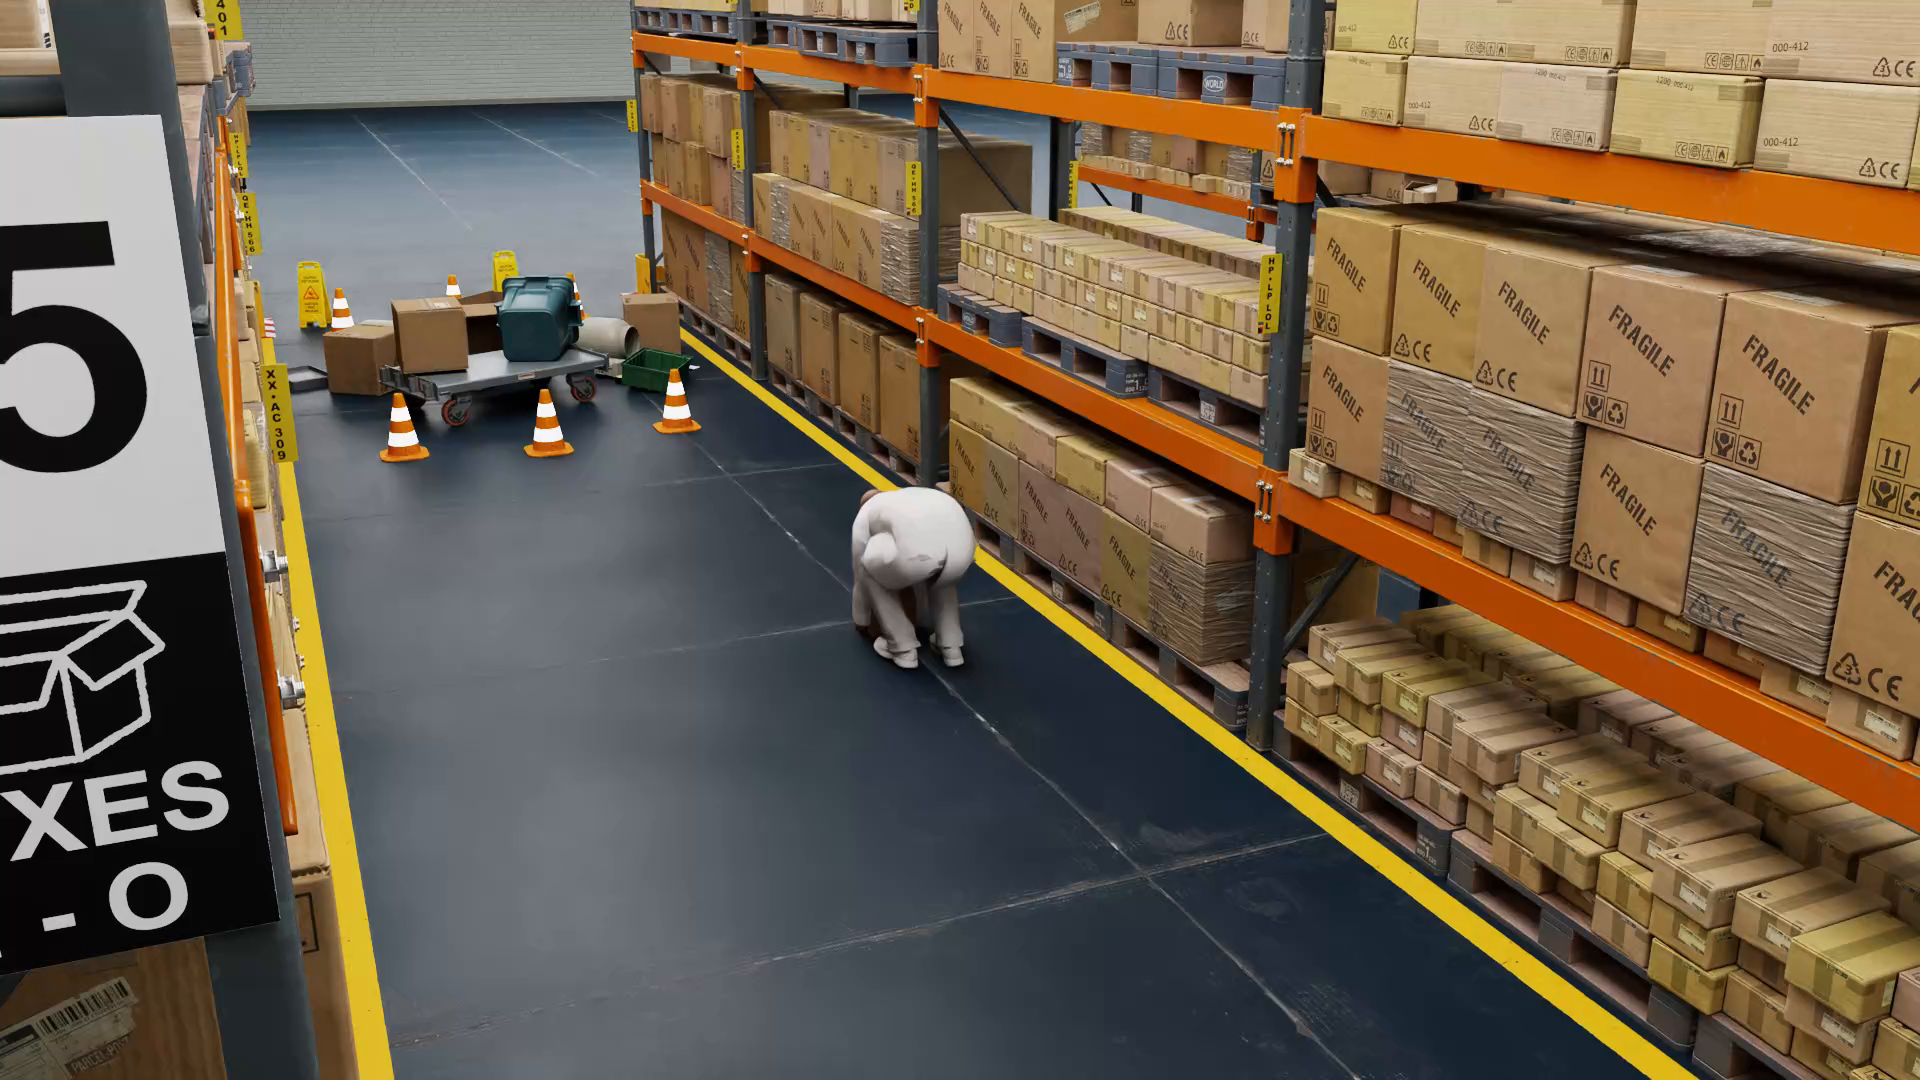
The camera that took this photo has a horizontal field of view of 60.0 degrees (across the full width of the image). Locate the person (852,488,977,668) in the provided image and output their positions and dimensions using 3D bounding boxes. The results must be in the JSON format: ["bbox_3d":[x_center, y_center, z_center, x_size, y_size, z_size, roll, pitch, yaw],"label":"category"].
[{"bbox_3d":[-0.263,0.151,8.546,0.587,0.911,0.951,-8,20,-24],"label":"person"}]
